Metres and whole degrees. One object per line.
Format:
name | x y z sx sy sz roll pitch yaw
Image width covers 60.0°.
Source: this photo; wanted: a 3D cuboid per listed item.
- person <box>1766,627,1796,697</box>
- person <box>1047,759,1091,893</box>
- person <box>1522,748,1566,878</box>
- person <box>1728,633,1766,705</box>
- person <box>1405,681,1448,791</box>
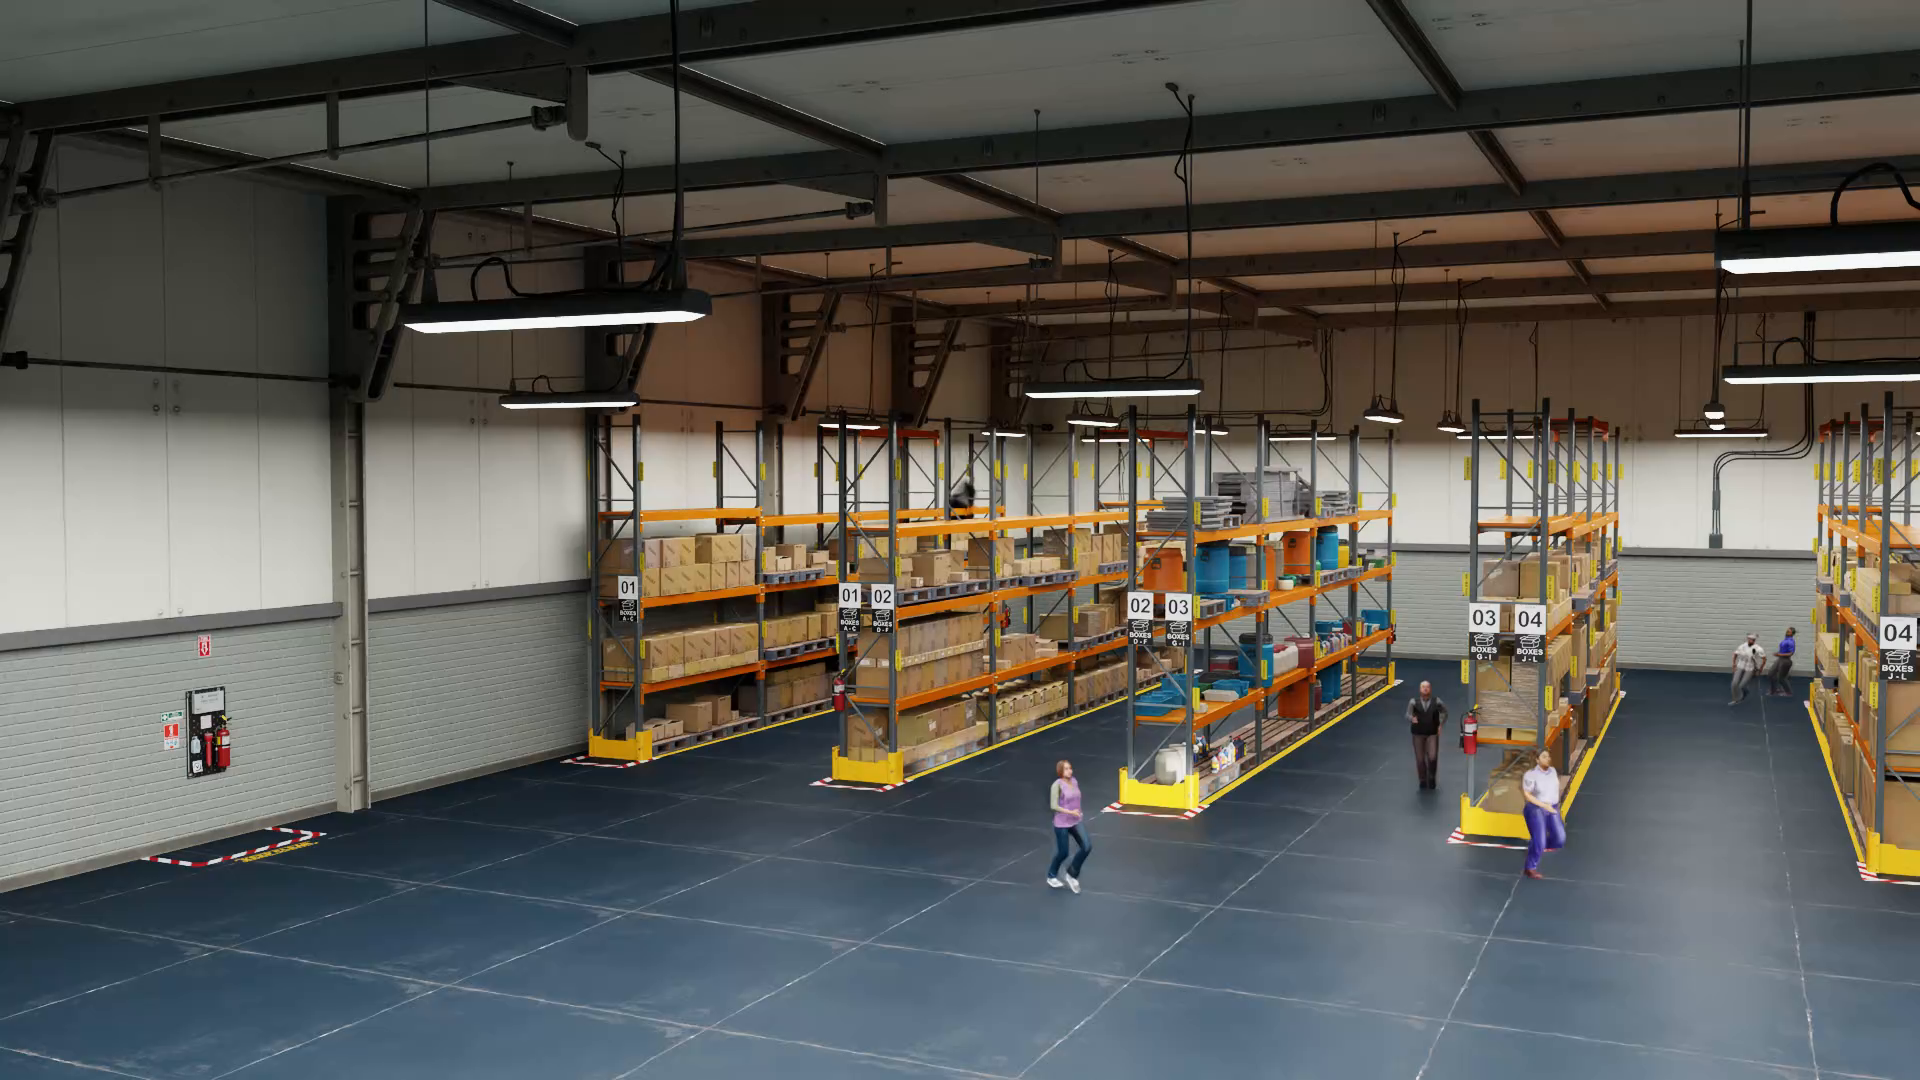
person | 18.137 2.714 36.678 0.532 1.617 0.723 1 2 14
person | 1.292 3.401 19.812 0.548 1.585 0.661 -2 3 -36
person | 7.205 3.369 20.449 0.637 1.597 0.586 -1 3 -21
person | 16.829 2.760 35.528 0.692 1.597 0.525 2 3 45
person | 7.308 3.082 26.074 0.643 1.701 0.636 1 2 19
